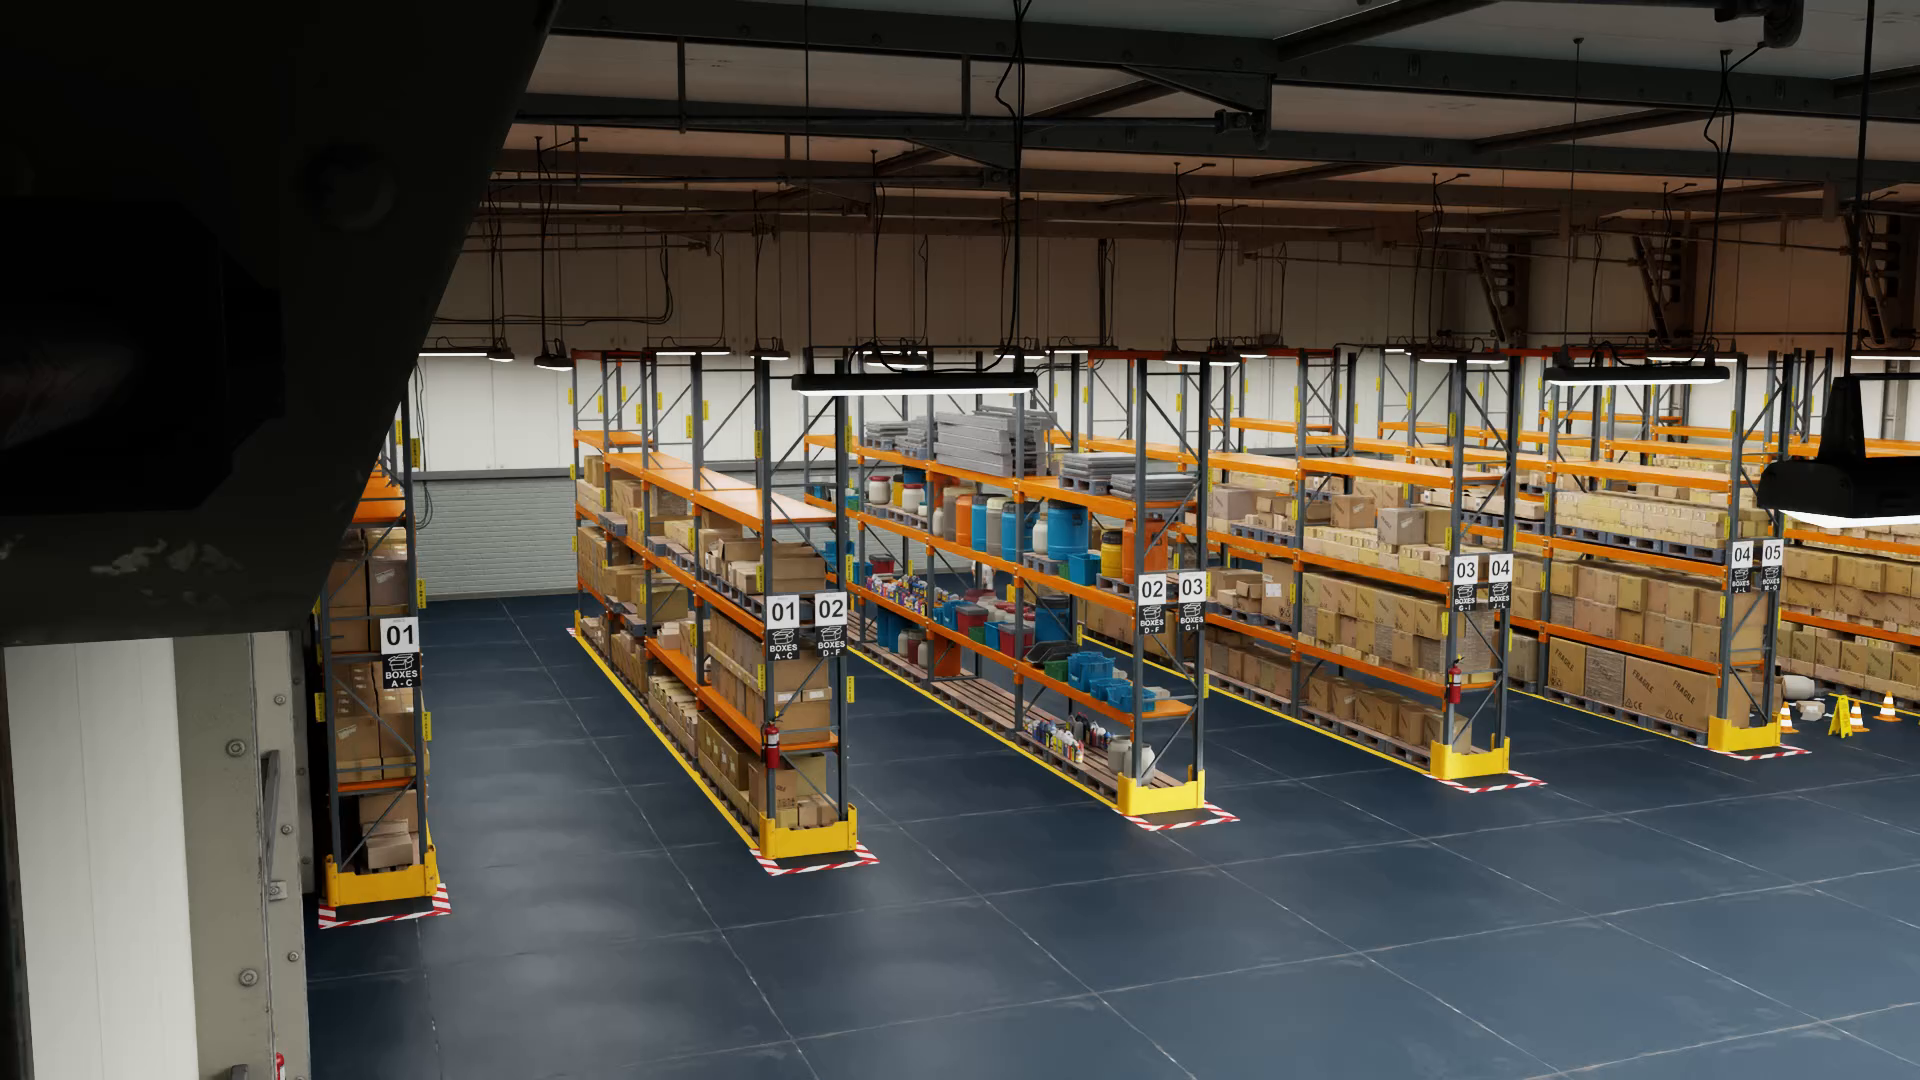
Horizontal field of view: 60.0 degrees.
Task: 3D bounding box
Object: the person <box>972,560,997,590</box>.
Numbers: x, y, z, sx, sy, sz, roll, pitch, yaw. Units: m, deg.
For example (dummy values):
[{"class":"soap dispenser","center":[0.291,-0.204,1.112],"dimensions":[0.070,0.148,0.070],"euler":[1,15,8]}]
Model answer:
[{"class":"person","center":[0.554,0.922,37.254],"dimensions":[0.641,1.579,0.747],"euler":[-1,7,-10]}]
